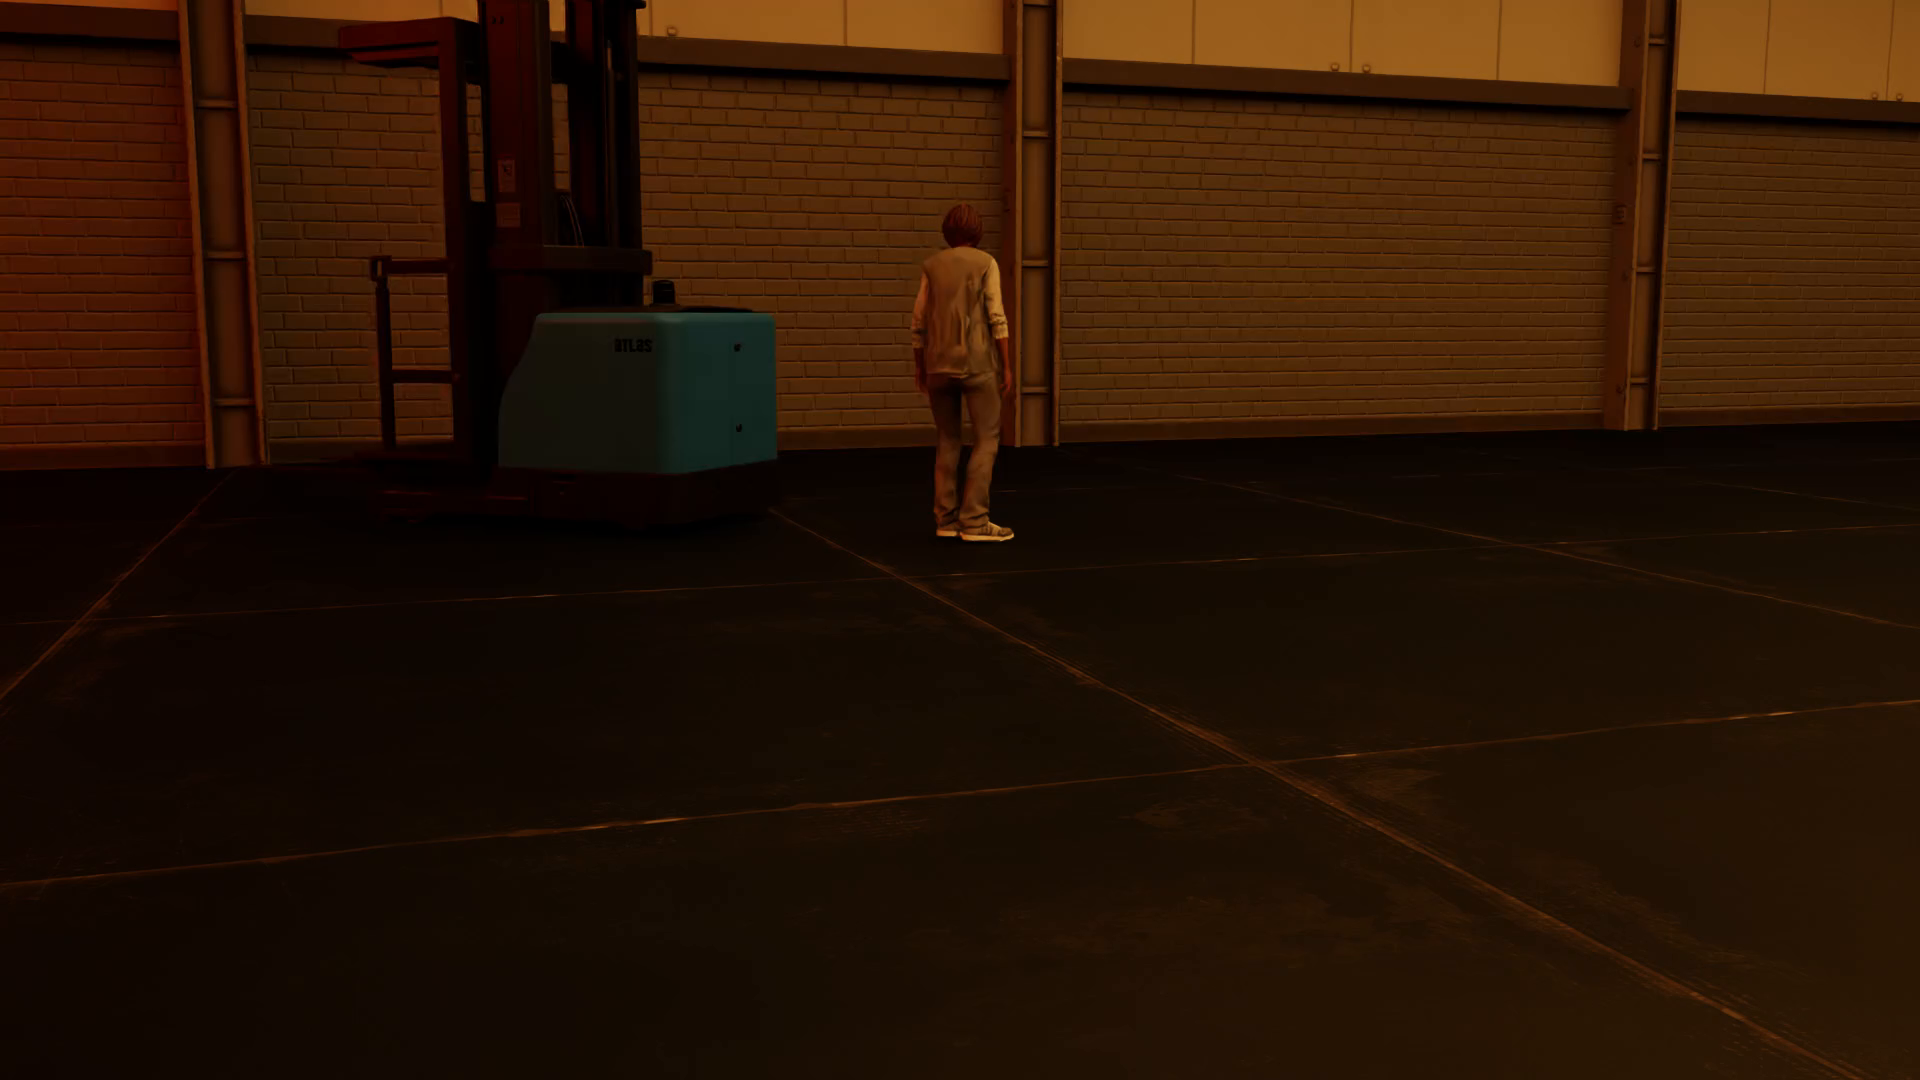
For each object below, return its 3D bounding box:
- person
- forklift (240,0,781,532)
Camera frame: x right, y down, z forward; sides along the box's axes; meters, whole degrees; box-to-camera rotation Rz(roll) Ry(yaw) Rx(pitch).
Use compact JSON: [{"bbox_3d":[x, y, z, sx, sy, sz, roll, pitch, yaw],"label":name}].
[{"bbox_3d":[0.002,-0.791,7.887,0.527,1.580,0.363,3,8,21],"label":"person"},{"bbox_3d":[-2.508,-1.599,8.802,3.031,2.935,1.130,3,8,24],"label":"forklift"}]
